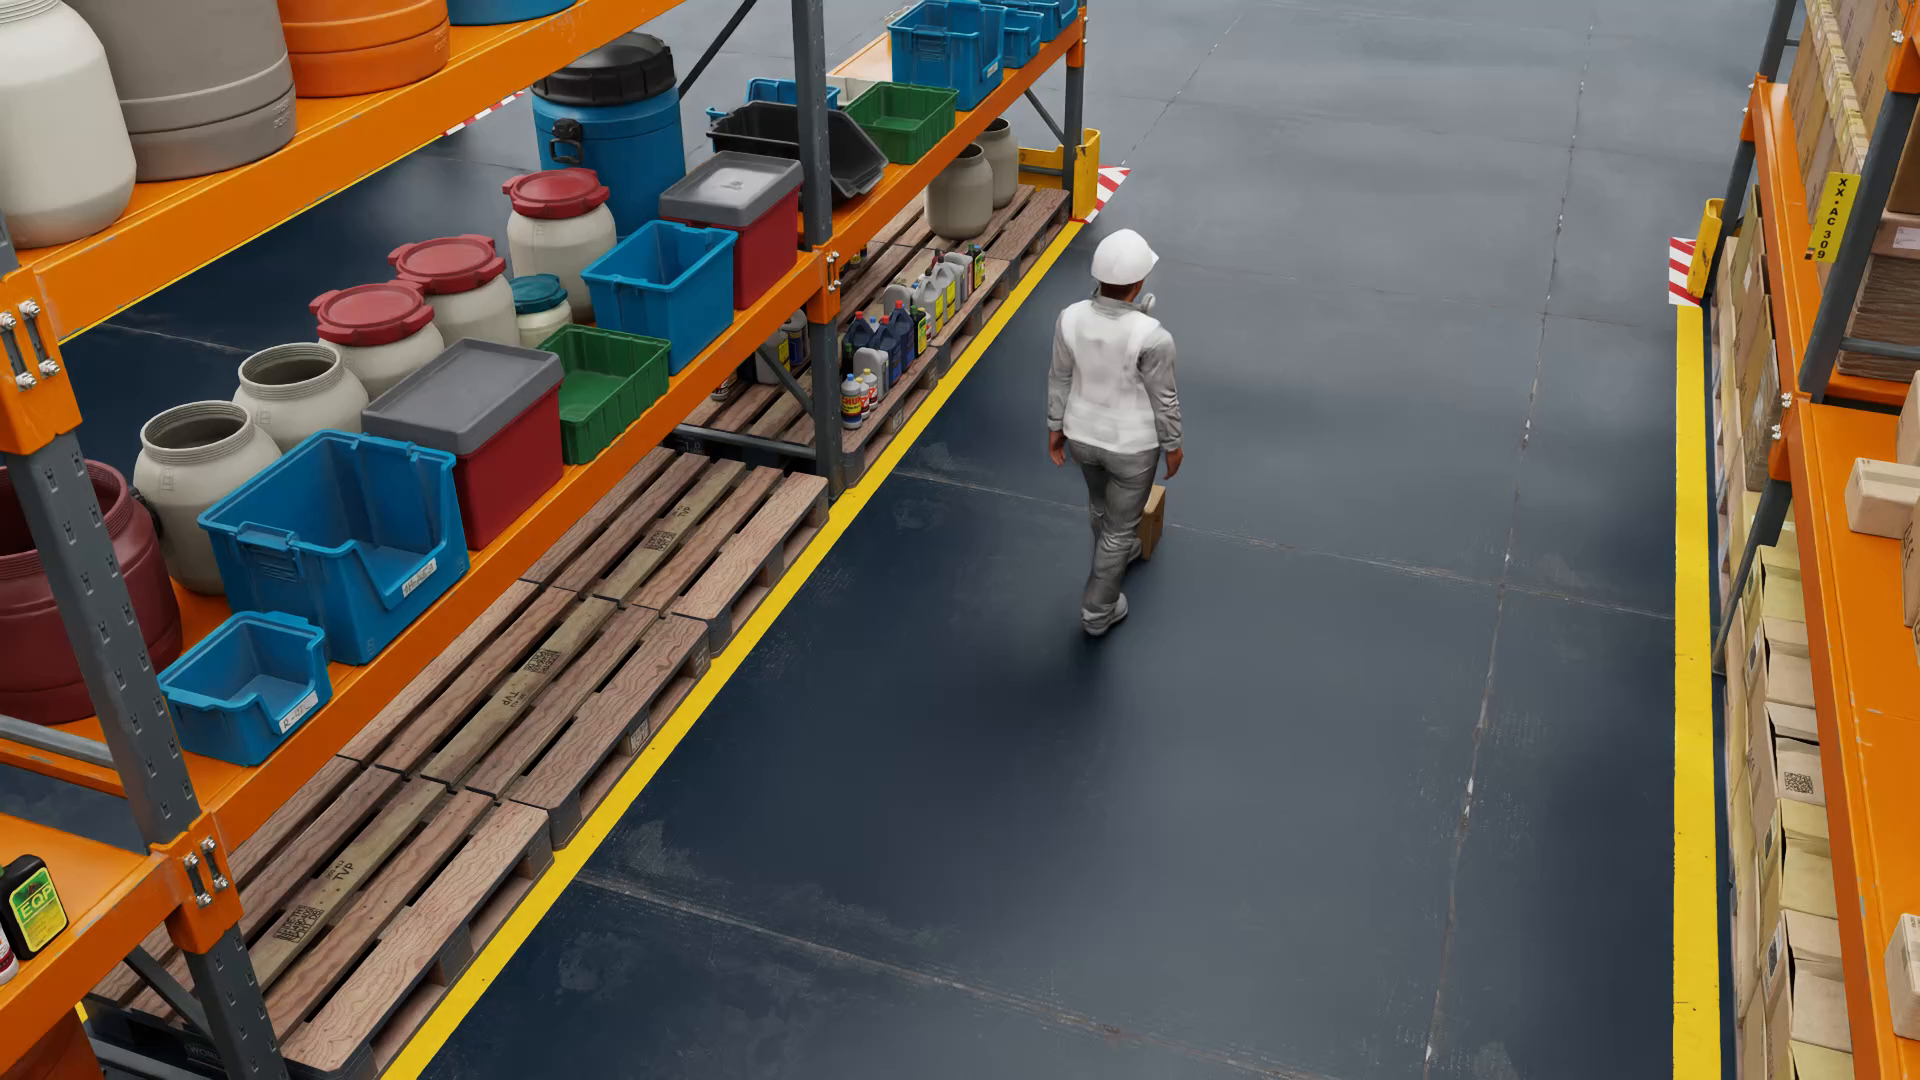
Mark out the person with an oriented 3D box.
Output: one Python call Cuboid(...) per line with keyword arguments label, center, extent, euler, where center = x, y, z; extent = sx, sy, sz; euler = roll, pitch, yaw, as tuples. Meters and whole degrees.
Cuboid(label="person", center=(0.729, -0.508, 6.880), extent=(0.556, 1.763, 0.749), euler=(21, 38, 28))
